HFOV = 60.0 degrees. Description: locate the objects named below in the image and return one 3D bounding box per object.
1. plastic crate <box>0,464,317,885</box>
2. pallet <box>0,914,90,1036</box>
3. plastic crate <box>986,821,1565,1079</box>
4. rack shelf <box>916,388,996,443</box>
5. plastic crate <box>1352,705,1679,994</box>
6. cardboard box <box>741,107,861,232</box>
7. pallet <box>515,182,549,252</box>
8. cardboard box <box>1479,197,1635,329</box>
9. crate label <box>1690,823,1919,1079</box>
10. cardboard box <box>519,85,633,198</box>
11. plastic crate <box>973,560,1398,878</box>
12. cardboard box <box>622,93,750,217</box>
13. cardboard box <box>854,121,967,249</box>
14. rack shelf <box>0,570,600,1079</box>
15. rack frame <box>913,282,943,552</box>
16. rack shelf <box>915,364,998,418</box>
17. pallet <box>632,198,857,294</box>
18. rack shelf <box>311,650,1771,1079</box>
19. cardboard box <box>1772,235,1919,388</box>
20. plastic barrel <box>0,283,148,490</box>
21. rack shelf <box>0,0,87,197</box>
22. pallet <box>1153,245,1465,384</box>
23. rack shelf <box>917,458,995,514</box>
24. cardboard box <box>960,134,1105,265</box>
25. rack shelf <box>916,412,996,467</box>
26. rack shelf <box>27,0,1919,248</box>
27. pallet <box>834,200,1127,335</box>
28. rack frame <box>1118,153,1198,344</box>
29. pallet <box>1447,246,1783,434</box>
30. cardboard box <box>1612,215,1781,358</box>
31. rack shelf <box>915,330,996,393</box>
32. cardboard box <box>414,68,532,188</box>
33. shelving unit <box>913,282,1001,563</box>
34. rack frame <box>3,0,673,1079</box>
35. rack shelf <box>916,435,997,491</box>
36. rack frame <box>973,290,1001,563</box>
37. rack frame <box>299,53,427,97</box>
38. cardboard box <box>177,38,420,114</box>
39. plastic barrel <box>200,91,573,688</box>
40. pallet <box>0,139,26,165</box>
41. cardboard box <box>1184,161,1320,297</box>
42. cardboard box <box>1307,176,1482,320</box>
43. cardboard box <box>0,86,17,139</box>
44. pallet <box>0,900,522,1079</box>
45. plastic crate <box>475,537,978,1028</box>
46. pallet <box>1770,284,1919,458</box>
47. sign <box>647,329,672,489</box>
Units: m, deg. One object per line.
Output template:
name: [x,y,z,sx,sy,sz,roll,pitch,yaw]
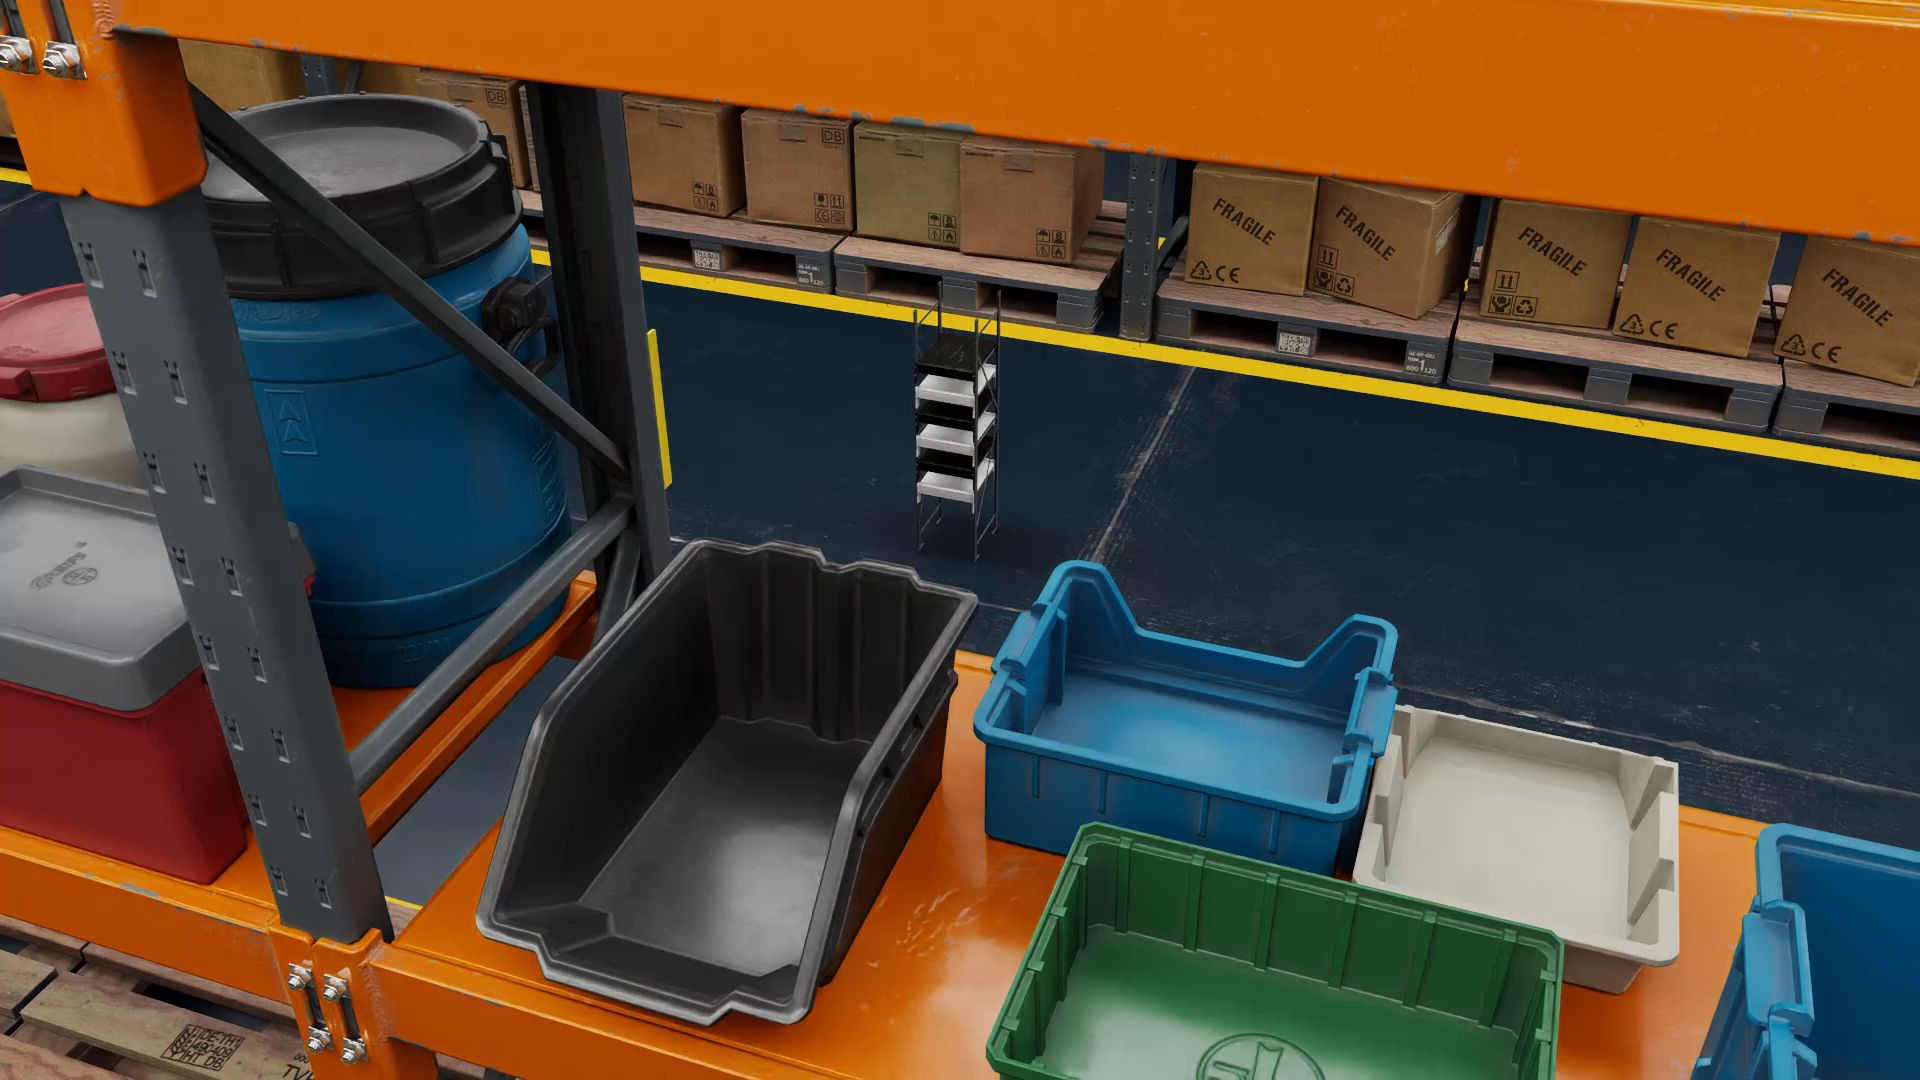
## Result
plastic crate: [-1.328,0.213,2.596,0.583,0.464,0.402,11,34,16]
pallet: [-2.674,0.997,4.010,1.213,0.211,1.003,11,34,16]
plastic crate: [0.413,0.654,2.167,0.662,0.188,0.450,11,34,16]
rack shelf: [-0.008,-0.427,5.477,0.200,0.077,0.258,11,34,16]
plastic crate: [0.845,0.451,2.529,0.437,0.136,0.530,11,34,16]
cardboard box: [-0.638,-1.814,7.693,0.500,0.500,0.700,8,34,12]
pallet: [-2.129,-1.774,8.302,1.213,0.211,1.003,11,34,16]
cardboard box: [2.418,-1.215,6.784,0.500,0.500,0.500,8,34,12]
crate label: [1.172,0.691,1.882,0.616,0.435,0.502,11,34,16]
cardboard box: [-1.700,-2.016,8.006,0.500,0.500,0.700,8,34,12]
plastic crate: [0.364,0.299,2.659,0.616,0.251,0.499,11,34,16]
cardboard box: [-1.164,-1.916,7.851,0.500,0.500,0.700,14,35,20]
cardboard box: [-0.112,-1.712,7.535,0.500,0.500,0.700,11,34,16]
rack shelf: [-2.652,0.108,3.480,4.000,0.370,1.077,11,34,16]
rack frame: [-0.103,-0.398,5.537,0.006,0.900,0.240,11,34,16]
rack shelf: [-0.008,-0.503,5.429,0.200,0.077,0.258,11,34,16]
pallet: [-0.984,-1.549,7.955,1.213,0.211,1.003,11,34,16]
rack shelf: [1.114,0.840,2.346,4.000,0.370,1.077,11,34,16]
cardboard box: [3.511,-0.966,6.398,0.500,0.500,0.500,21,38,29]
plastic barrel: [-1.596,-0.172,3.126,0.433,0.535,0.433,0,33,0]
rack shelf: [-2.652,-1.152,2.666,4.000,0.370,1.077,11,34,16]
pallet: [1.546,-1.080,7.229,1.213,0.211,1.003,11,34,16]
rack shelf: [-0.008,-0.200,5.624,0.200,0.077,0.258,11,34,16]
cardboard box: [0.331,-1.615,7.385,0.500,0.500,0.700,8,34,13]
rack shelf: [-0.008,-0.352,5.526,0.200,0.077,0.258,11,34,16]
rack shelf: [1.114,-0.420,1.532,4.000,0.370,1.077,11,34,16]
pallet: [0.168,-1.327,7.611,1.213,0.211,1.003,11,34,16]
rack frame: [0.902,-2.357,6.635,0.127,3.000,1.000,11,34,16]
pallet: [2.698,-0.858,6.884,1.213,0.211,1.003,11,34,16]
cardboard box: [2.928,-1.090,6.590,0.500,0.500,0.500,14,35,21]
rack shelf: [-0.008,-0.578,5.380,0.200,0.077,0.258,11,34,16]
cardboard box: [-2.226,-2.111,8.153,0.500,0.500,0.700,9,34,14]
shelving unit: [-0.008,-0.380,5.508,0.210,0.900,0.258,11,34,16]
rack frame: [-0.769,0.172,2.718,0.127,3.000,1.000,11,34,16]
rack shelf: [-0.008,-0.276,5.575,0.200,0.077,0.258,11,34,16]
rack frame: [0.088,-0.361,5.479,0.006,0.900,0.240,11,34,16]
rack frame: [-2.864,-3.089,7.769,0.127,3.000,1.000,11,34,16]
cardboard box: [-3.506,-2.510,8.443,0.875,0.875,1.225,9,34,14]
plastic barrel: [-1.031,-0.264,2.931,0.708,0.901,0.600,11,34,16]
pallet: [-4.725,-2.324,9.155,1.213,0.211,1.003,11,34,16]
cardboard box: [1.265,-1.389,7.054,0.500,0.500,0.500,10,34,15]
cardboard box: [1.807,-1.289,6.898,0.500,0.500,0.500,23,39,31]
cardboard box: [-4.343,-2.677,8.702,0.875,0.875,1.225,11,34,17]
pallet: [-1.522,1.220,3.666,1.213,0.211,1.003,11,34,16]
plastic crate: [-0.319,0.359,2.486,0.504,0.338,0.767,11,34,16]
pallet: [3.843,-0.634,6.537,1.213,0.211,1.003,11,34,16]
sign: [-0.573,-0.223,3.075,0.005,0.325,0.100,11,34,16]
